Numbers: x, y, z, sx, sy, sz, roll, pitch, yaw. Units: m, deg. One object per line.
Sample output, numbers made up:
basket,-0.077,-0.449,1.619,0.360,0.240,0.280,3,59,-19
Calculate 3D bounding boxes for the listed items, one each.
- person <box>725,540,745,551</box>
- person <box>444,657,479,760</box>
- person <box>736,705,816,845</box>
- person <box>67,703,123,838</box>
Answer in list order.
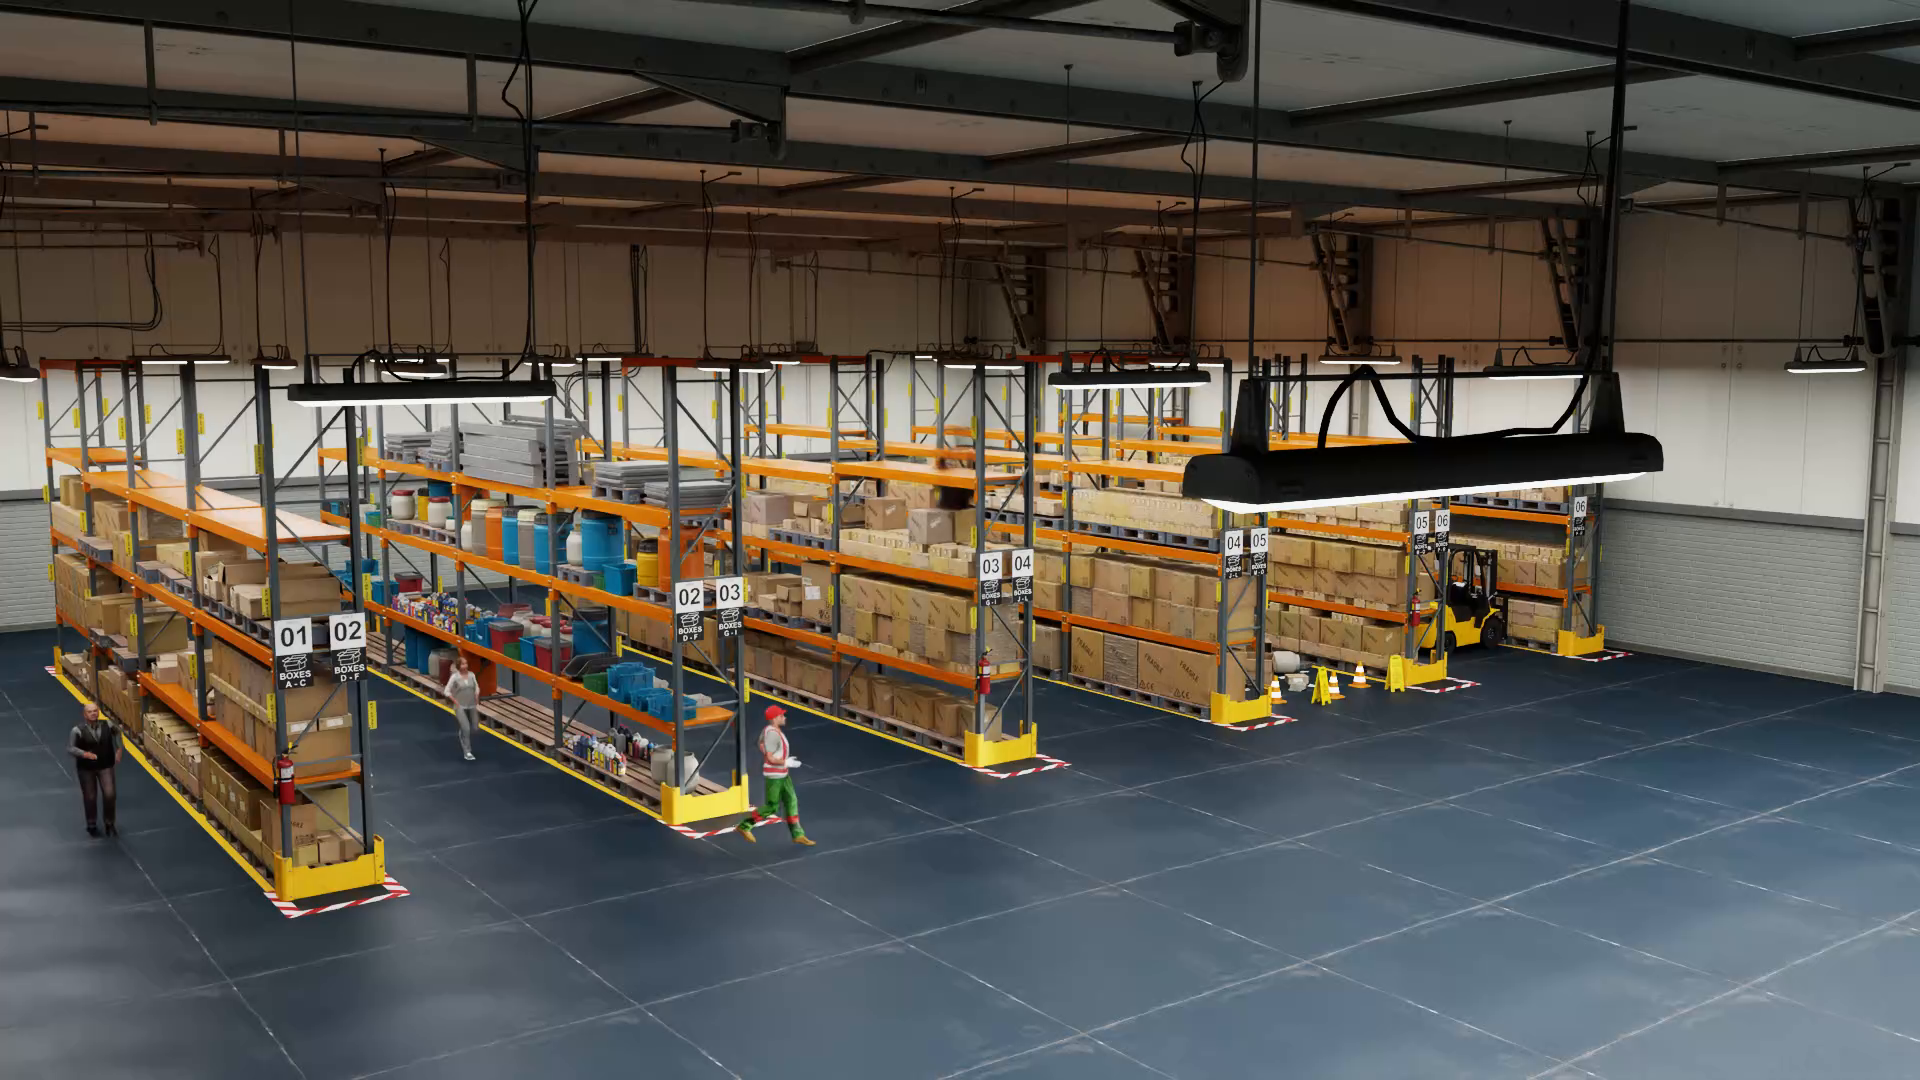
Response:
person,-5.616,0.546,41.280,0.630,1.725,0.714,7,10,44
person,-7.542,2.537,25.234,0.538,1.549,0.608,-6,9,-39
person,-2.299,2.948,20.769,1.003,1.786,0.690,0,7,1
person,-11.003,2.956,21.216,0.669,1.777,0.726,-5,8,-36
